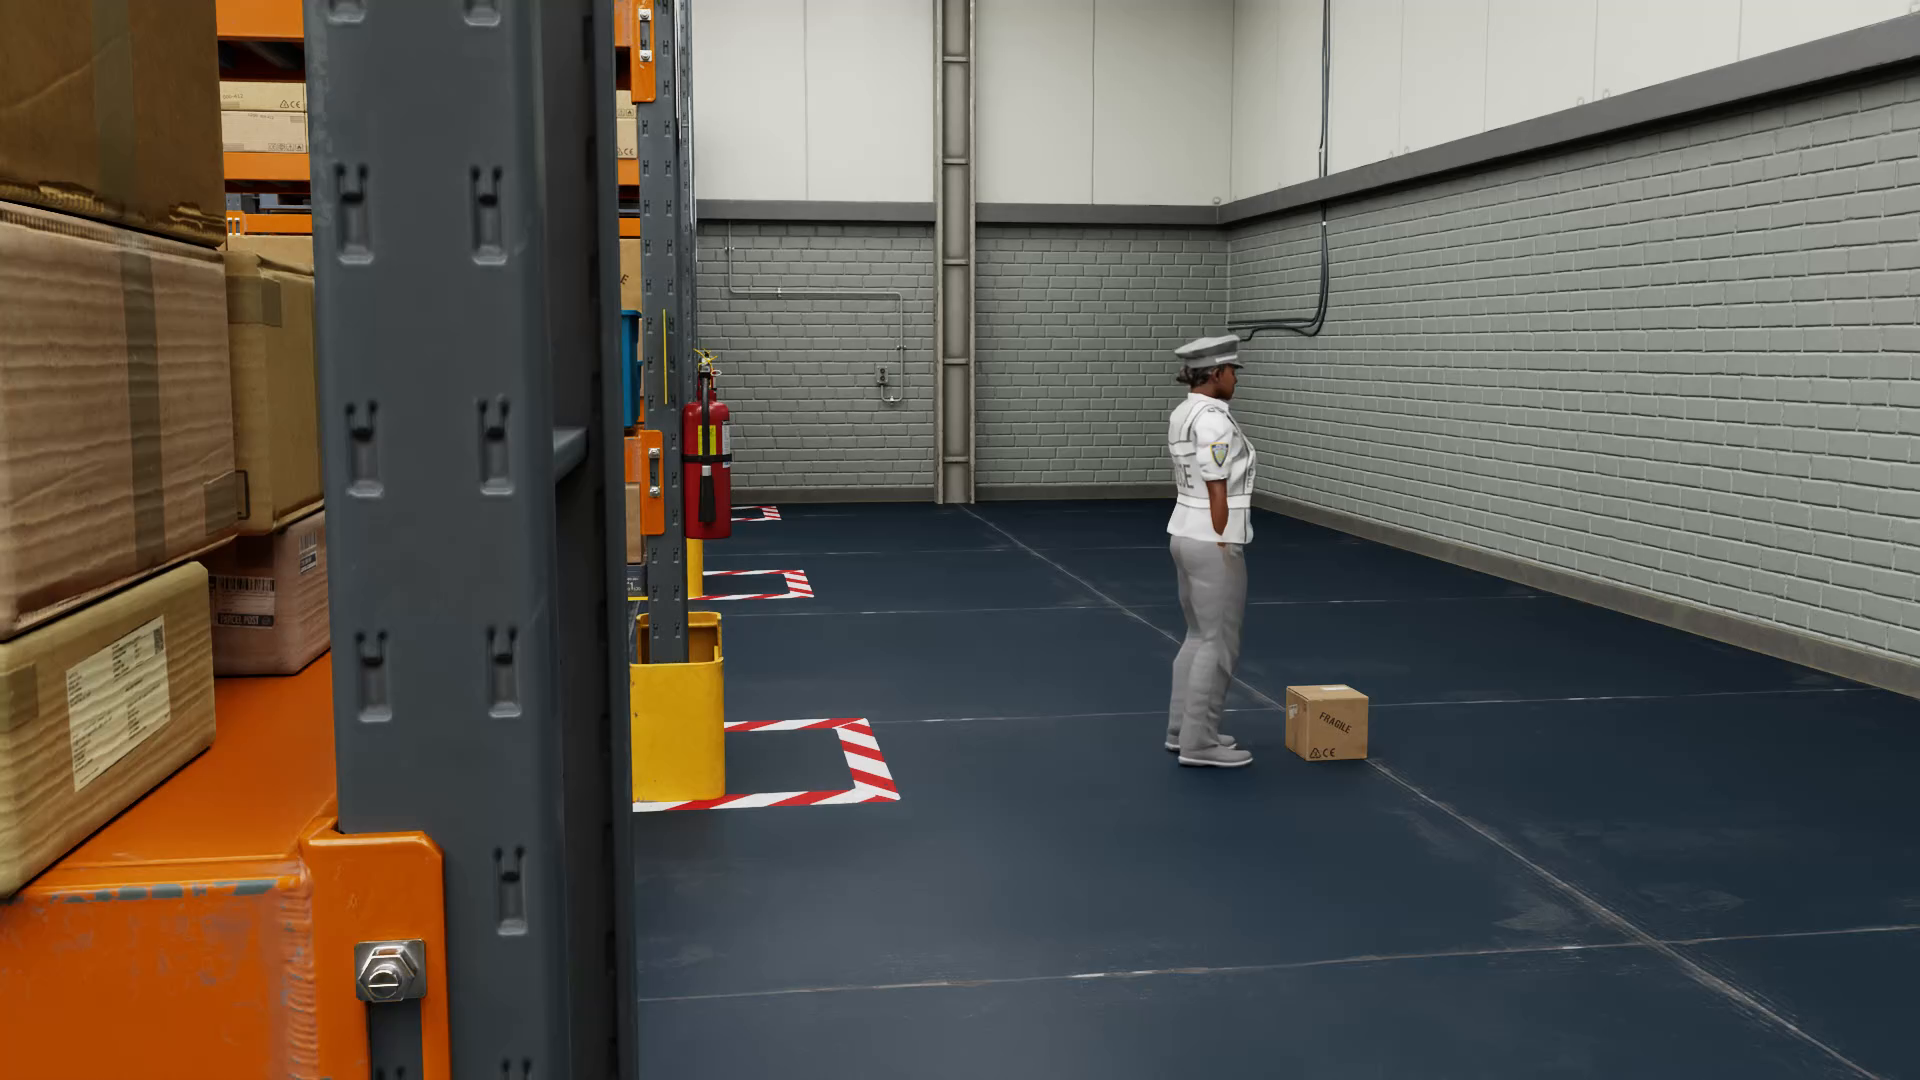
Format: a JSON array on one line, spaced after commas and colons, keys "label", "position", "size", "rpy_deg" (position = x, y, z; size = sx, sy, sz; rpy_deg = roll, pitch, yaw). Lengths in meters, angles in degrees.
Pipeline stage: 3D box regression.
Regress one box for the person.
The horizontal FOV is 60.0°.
[{"label": "person", "position": [0.986, 0.035, 6.523], "size": [0.341, 1.672, 0.437], "rpy_deg": [-1, 7, -7]}]
